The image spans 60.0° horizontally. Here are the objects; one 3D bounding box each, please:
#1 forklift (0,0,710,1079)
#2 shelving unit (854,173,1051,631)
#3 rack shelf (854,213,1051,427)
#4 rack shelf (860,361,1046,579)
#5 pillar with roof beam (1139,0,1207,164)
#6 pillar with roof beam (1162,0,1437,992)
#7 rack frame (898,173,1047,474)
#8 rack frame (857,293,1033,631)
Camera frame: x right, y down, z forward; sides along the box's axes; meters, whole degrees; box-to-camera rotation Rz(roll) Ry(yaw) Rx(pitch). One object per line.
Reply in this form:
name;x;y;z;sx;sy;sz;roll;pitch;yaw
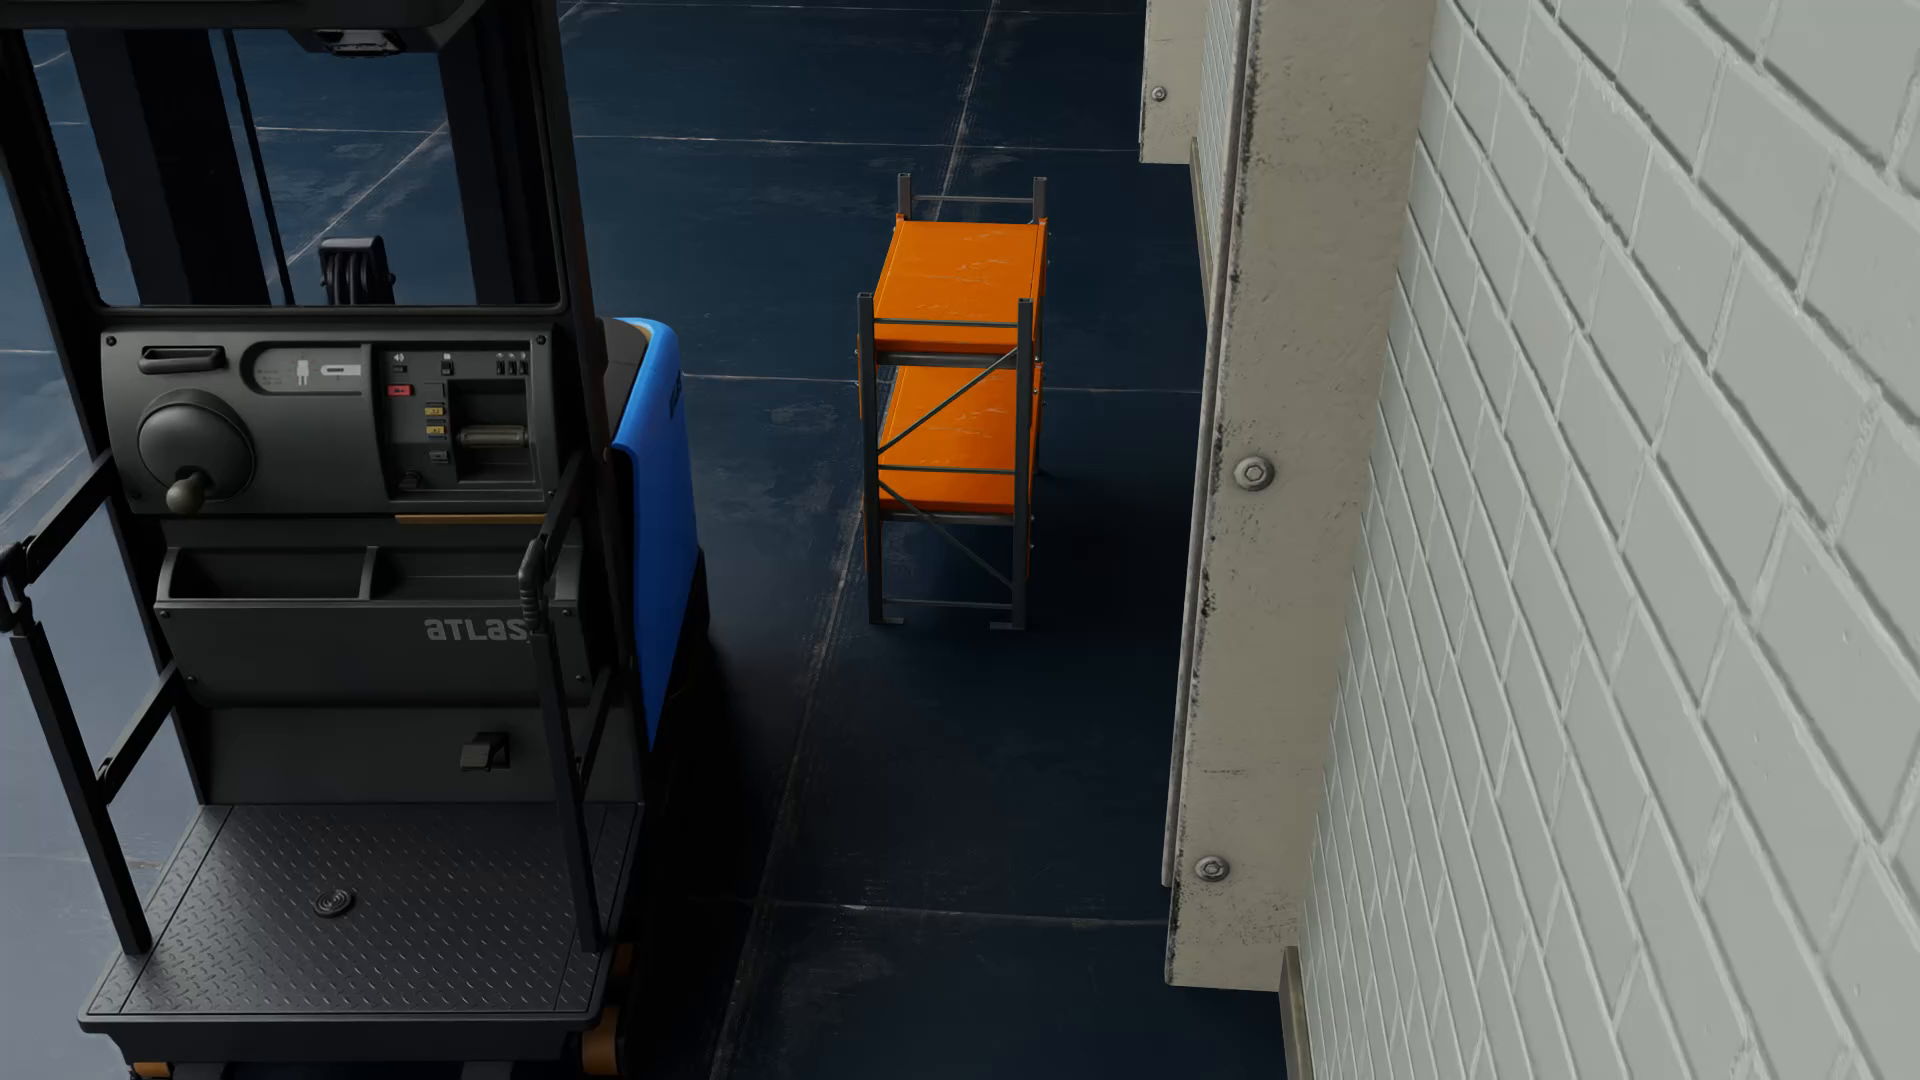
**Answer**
forklift;-1.301;-0.196;3.275;1.130;2.935;3.031;0;32;0
shelving unit;-0.001;-0.475;5.449;0.538;1.125;1.048;2;32;4
rack shelf;-0.001;-0.725;5.296;0.538;0.278;1.000;2;32;4
rack shelf;-0.001;-0.267;5.577;0.538;0.278;1.000;2;32;4
pillar with roof beam;-3.137;-6.177;7.197;9.100;9.000;0.400;2;32;4
pillar with roof beam;-3.626;-3.040;2.106;9.100;9.000;0.400;2;32;4
rack frame;0.041;-0.741;5.880;0.500;1.125;0.032;2;32;4
rack frame;-0.042;-0.210;5.018;0.500;1.125;0.032;2;32;4
